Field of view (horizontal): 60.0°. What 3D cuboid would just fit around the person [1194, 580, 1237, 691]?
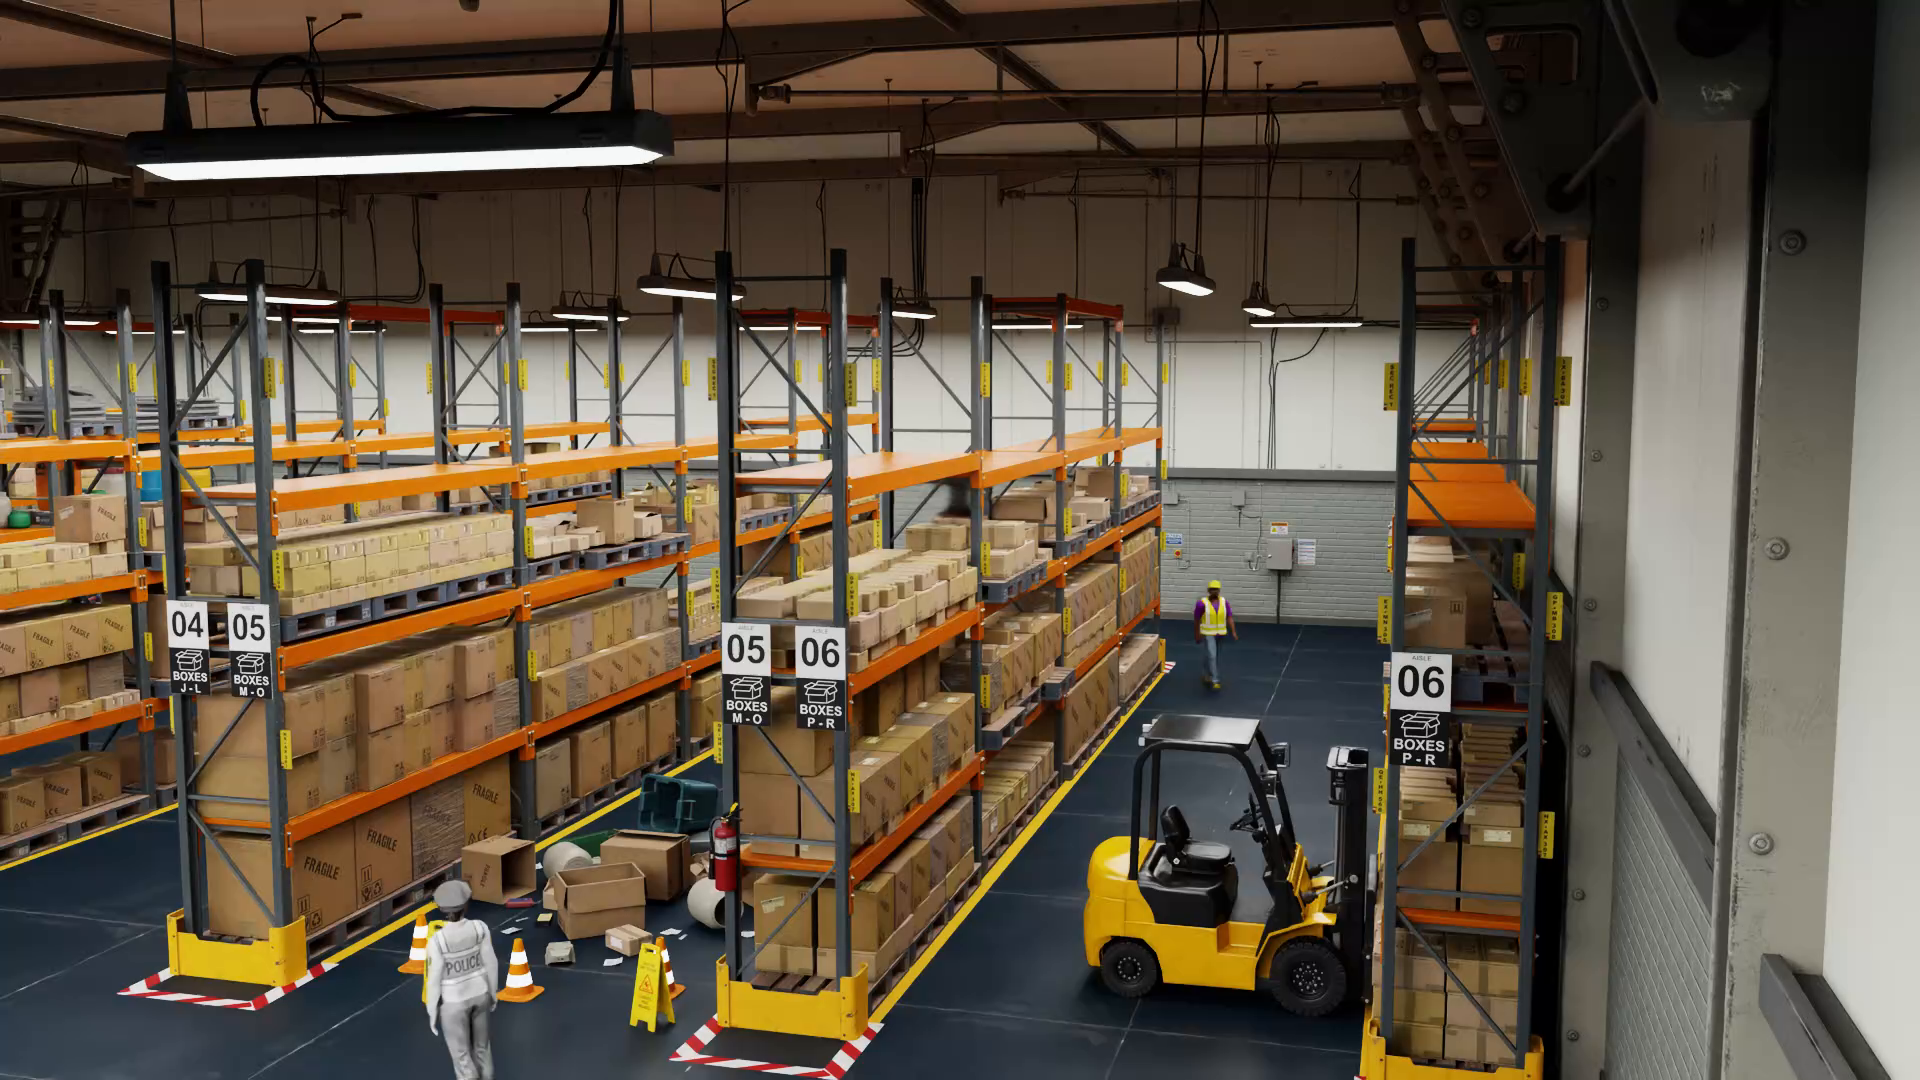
[{"bbox_3d":[4.068,1.503,26.463,0.576,1.716,1.026,-2,6,-18],"label":"person"}]

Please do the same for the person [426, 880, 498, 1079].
[{"bbox_3d":[-3.378,3.139,11.273,0.427,1.708,0.521,3,7,29],"label":"person"}]
